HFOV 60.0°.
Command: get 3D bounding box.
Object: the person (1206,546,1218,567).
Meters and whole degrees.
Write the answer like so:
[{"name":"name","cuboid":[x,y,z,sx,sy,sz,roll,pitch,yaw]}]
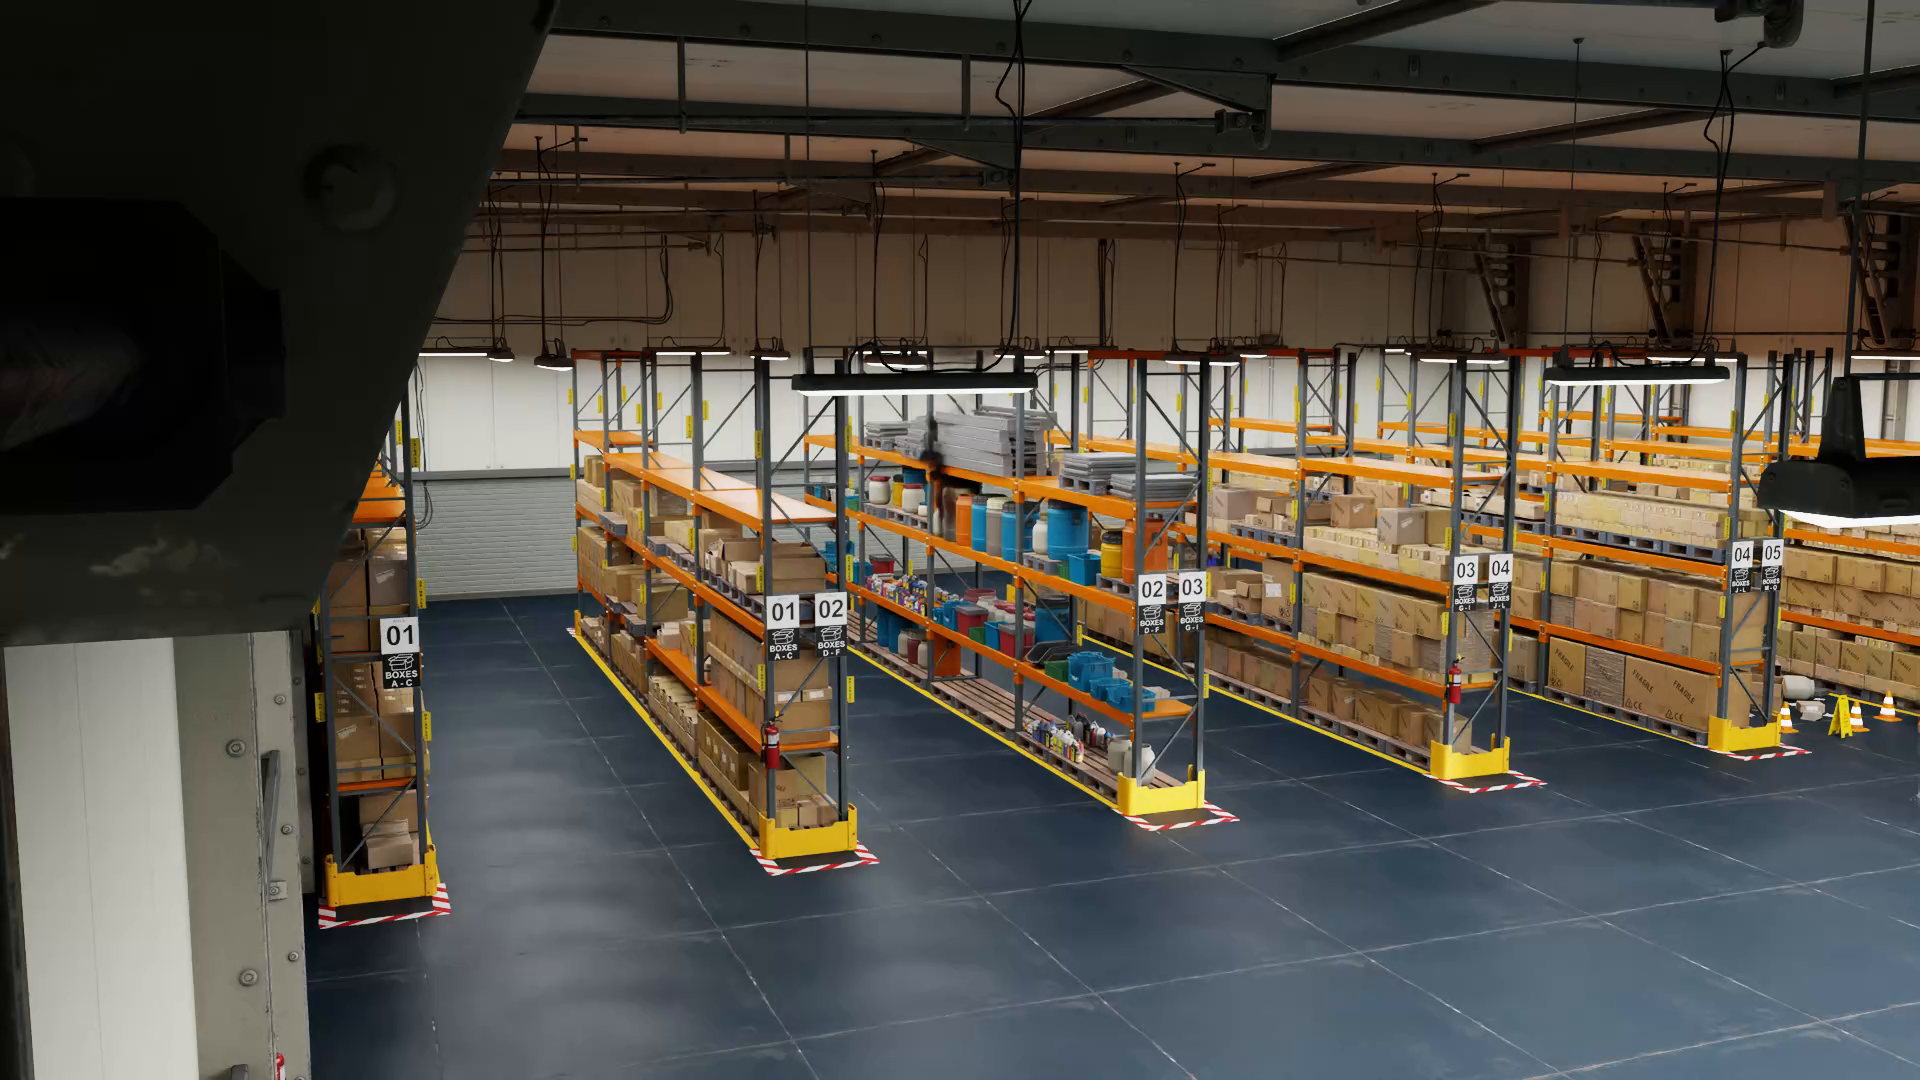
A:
[{"name":"person","cuboid":[5.561,0.956,36.687,0.569,1.627,0.655,-4,8,-28]}]
